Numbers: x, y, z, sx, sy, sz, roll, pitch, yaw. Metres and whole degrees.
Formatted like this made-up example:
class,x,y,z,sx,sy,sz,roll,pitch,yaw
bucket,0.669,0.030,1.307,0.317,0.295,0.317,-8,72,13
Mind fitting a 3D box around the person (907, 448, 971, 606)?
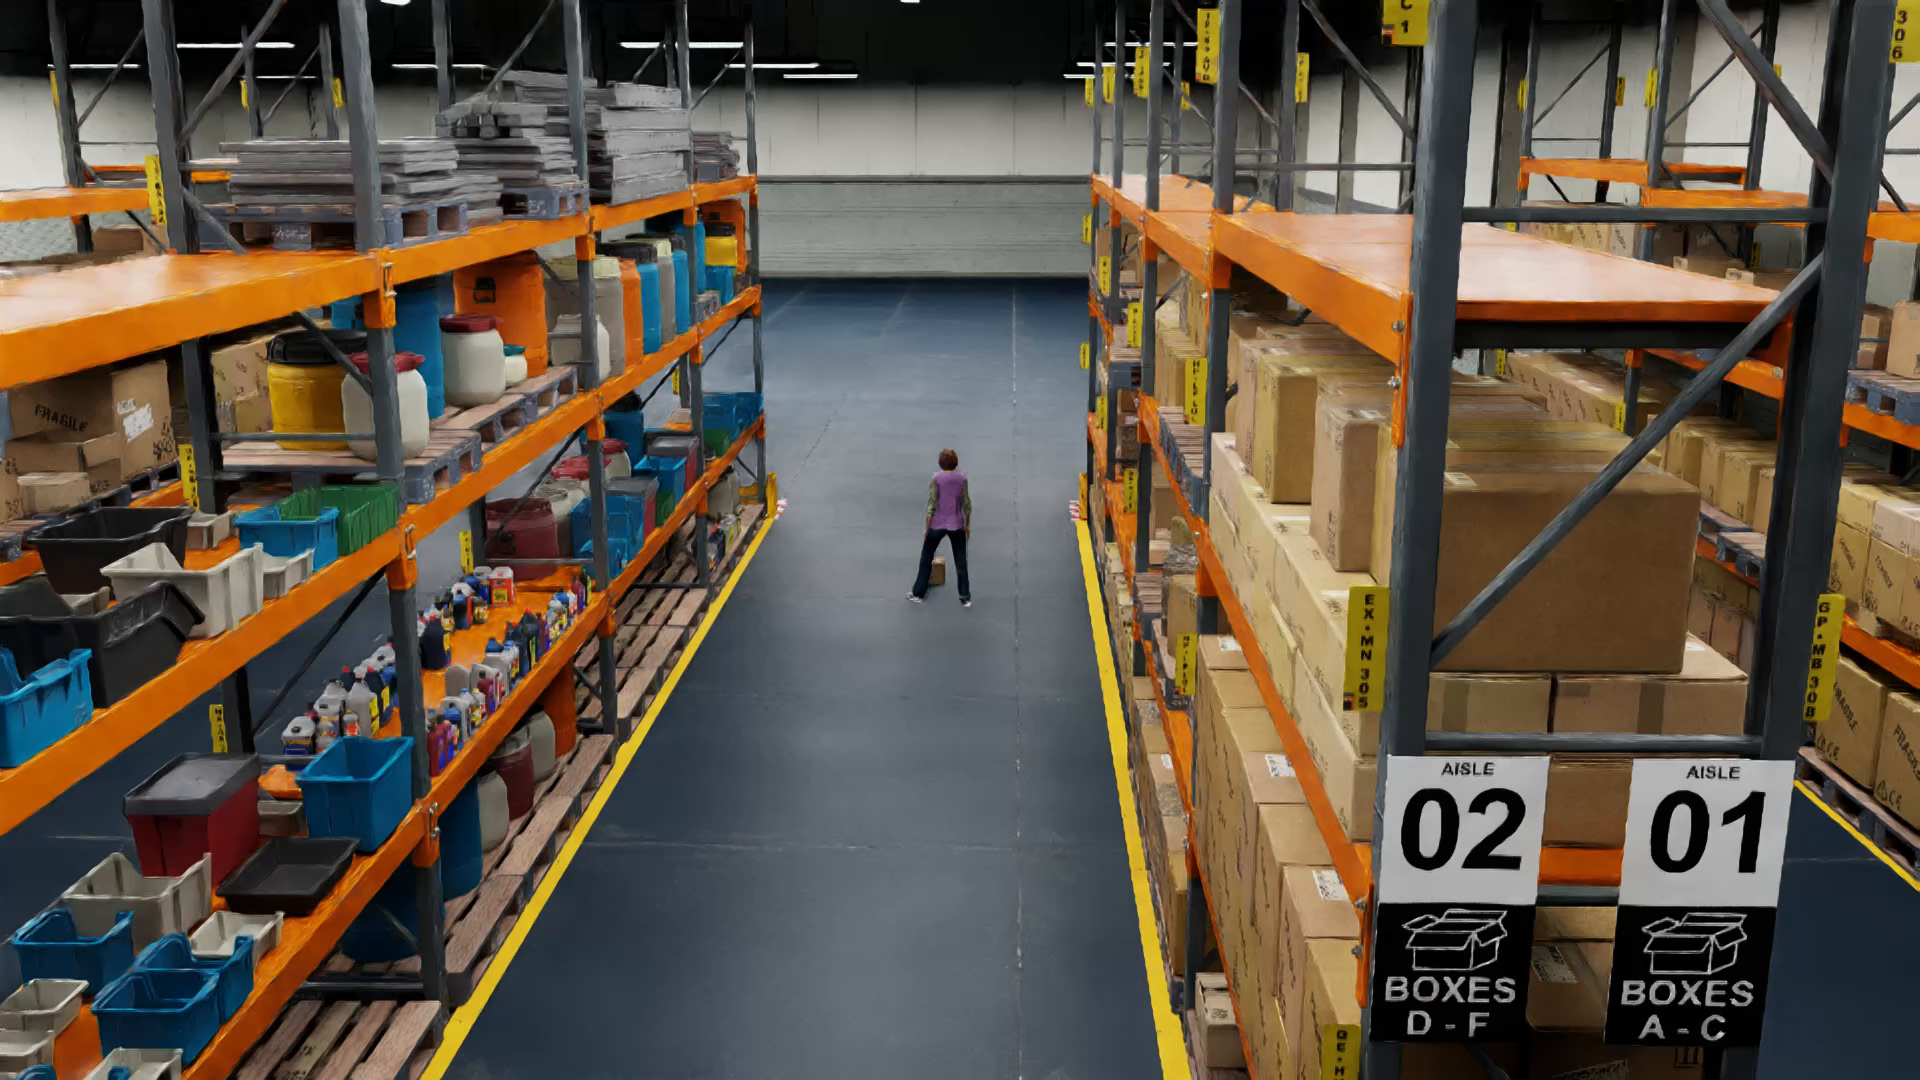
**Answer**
class,x,y,z,sx,sy,sz,roll,pitch,yaw
person,-0.202,-0.128,16.460,0.623,1.591,0.448,-3,14,-11
